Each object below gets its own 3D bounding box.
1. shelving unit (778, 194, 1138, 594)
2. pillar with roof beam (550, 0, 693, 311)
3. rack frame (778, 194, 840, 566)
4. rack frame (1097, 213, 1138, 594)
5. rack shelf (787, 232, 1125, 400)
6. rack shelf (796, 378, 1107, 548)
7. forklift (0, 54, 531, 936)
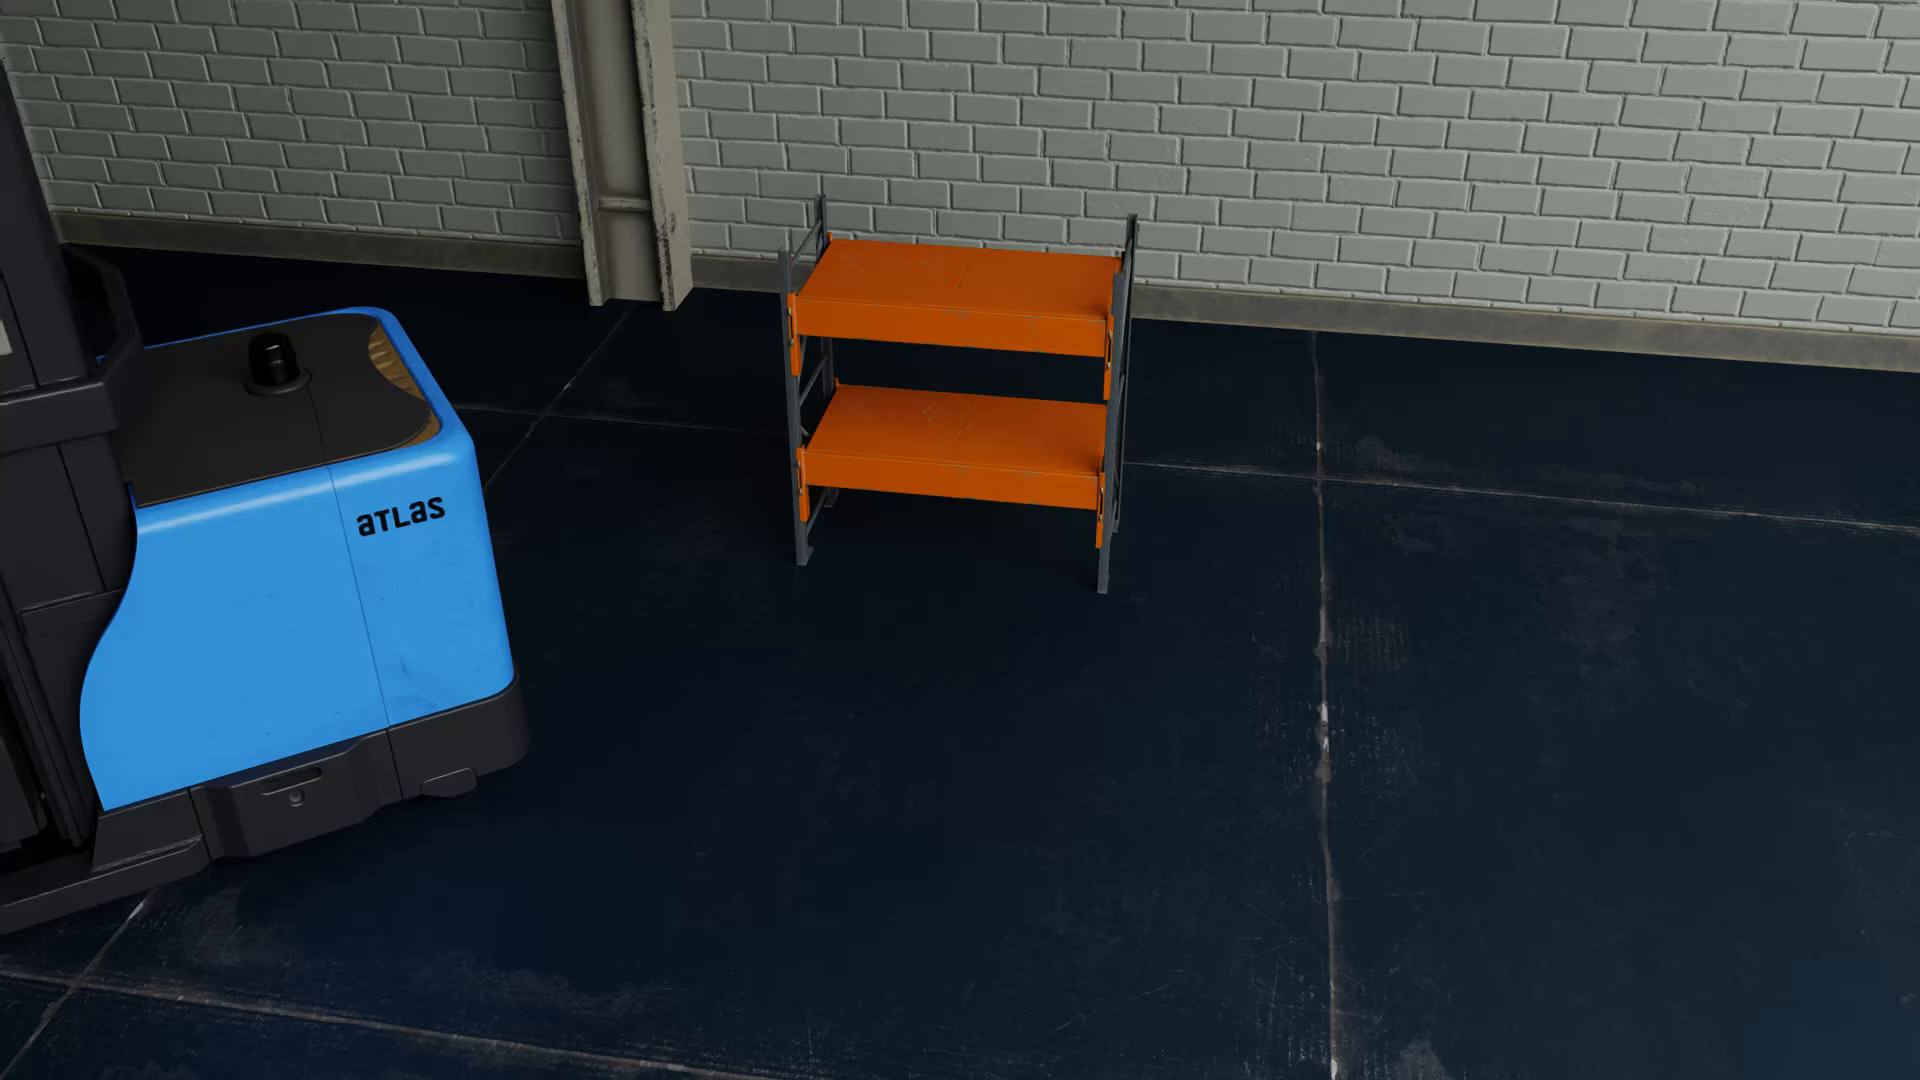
[{"bbox_3d":[0.007,-0.476,5.451,1.048,1.125,0.538,5,32,8],"label":"shelving unit"},{"bbox_3d":[-2.161,-2.675,1.543,0.400,9.000,9.100,5,32,8],"label":"pillar with roof beam"},{"bbox_3d":[-0.494,-0.522,5.523,0.032,1.125,0.500,5,32,8],"label":"rack frame"},{"bbox_3d":[0.508,-0.431,5.378,0.032,1.125,0.500,5,32,8],"label":"rack frame"},{"bbox_3d":[0.007,-0.724,5.295,1.000,0.278,0.538,5,32,8],"label":"rack shelf"},{"bbox_3d":[0.007,-0.269,5.580,1.000,0.278,0.538,5,32,8],"label":"rack shelf"},{"bbox_3d":[-2.751,-0.432,3.677,3.031,2.935,1.130,-16,36,-24],"label":"forklift"}]
